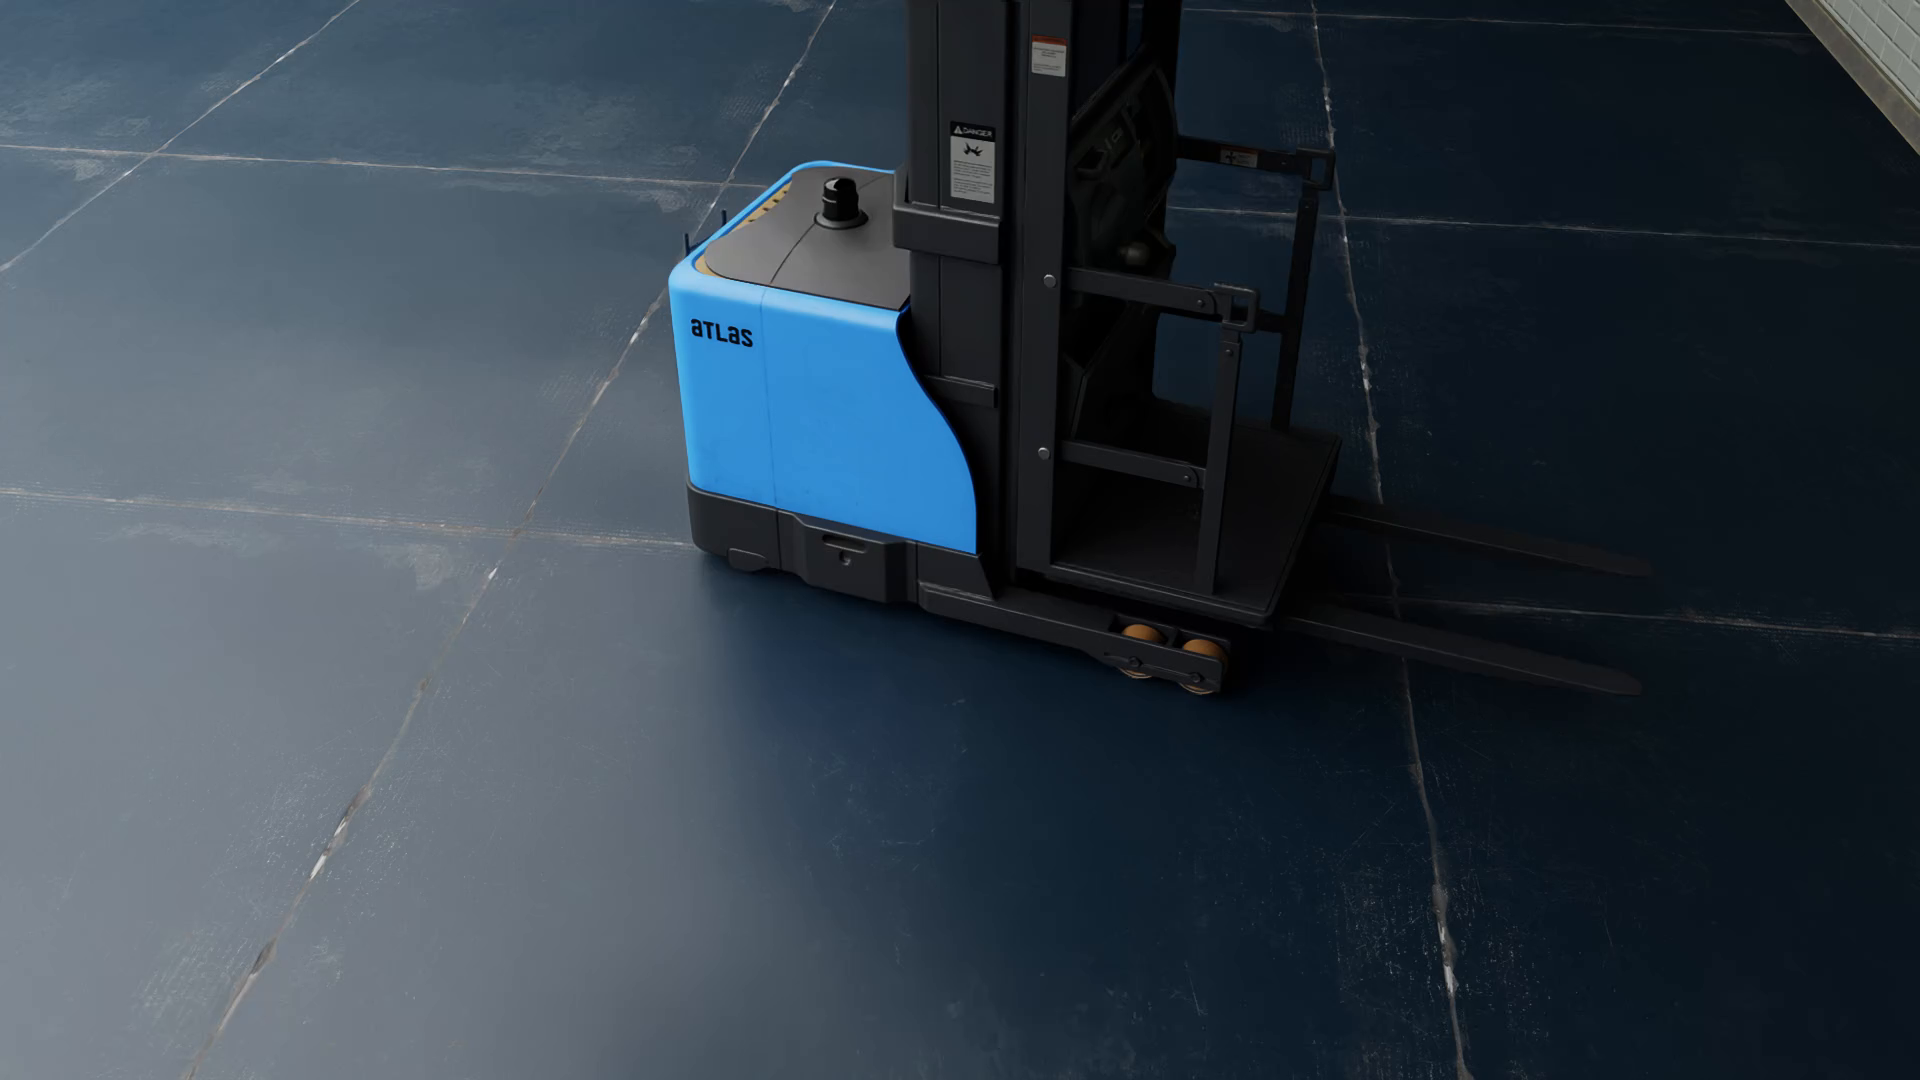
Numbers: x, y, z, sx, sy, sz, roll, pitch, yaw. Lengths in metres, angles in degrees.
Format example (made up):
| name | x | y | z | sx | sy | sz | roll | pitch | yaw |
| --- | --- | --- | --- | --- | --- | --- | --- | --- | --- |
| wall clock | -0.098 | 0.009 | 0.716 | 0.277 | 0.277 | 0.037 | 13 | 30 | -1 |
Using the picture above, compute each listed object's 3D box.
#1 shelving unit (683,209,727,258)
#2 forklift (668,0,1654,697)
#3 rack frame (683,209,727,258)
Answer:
| name | x | y | z | sx | sy | sz | roll | pitch | yaw |
| --- | --- | --- | --- | --- | --- | --- | --- | --- | --- |
| shelving unit | -0.792 | -0.703 | 5.960 | 0.210 | 0.900 | 0.258 | 18 | 39 | 23 |
| forklift | 0.660 | -1.073 | 4.731 | 3.031 | 2.935 | 1.130 | 13 | 38 | 18 |
| rack frame | -0.881 | -0.731 | 6.000 | 0.006 | 0.900 | 0.240 | 18 | 39 | 23 |
